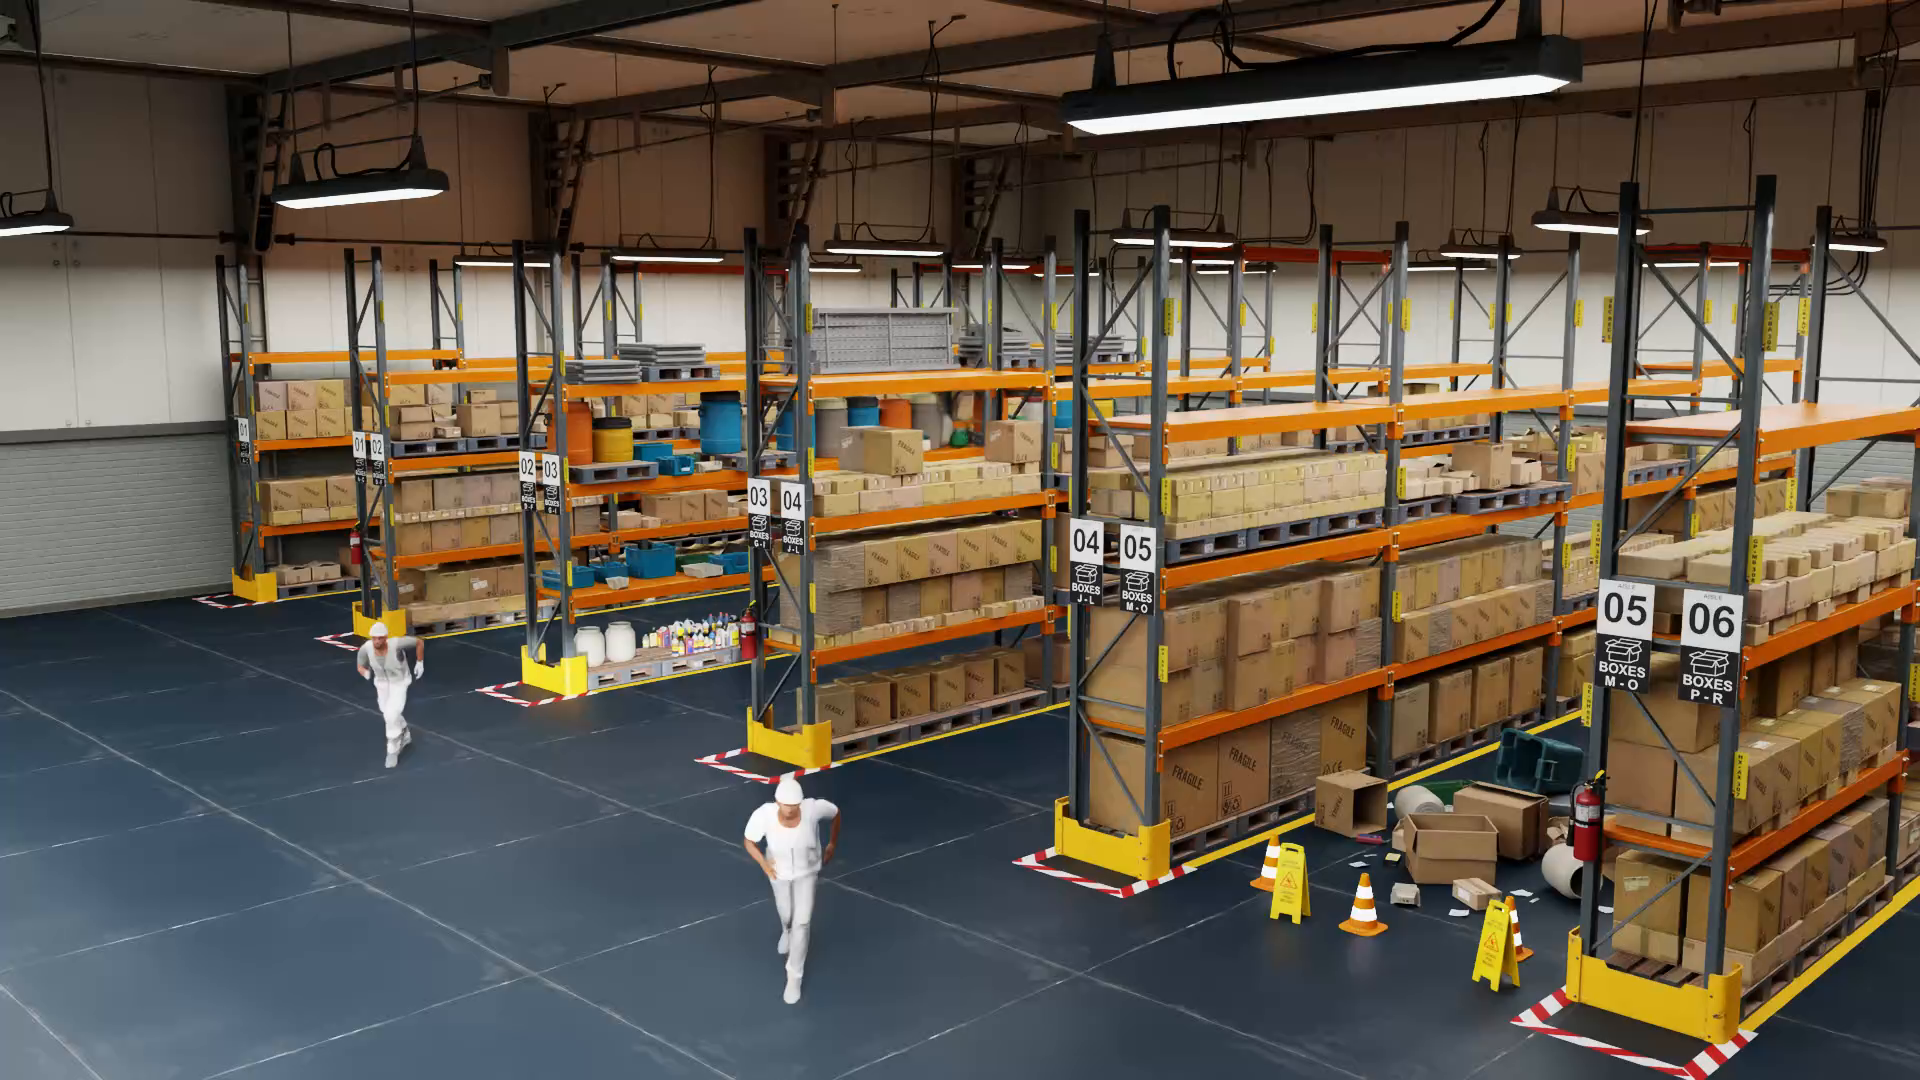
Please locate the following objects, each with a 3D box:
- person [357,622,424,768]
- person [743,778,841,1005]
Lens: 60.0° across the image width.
[{"bbox_3d":[-6.405,1.709,18.825,0.707,1.710,1.010,0,8,-1],"label":"person"},{"bbox_3d":[-1.280,2.564,12.739,0.743,1.716,1.056,-1,8,-7],"label":"person"}]
